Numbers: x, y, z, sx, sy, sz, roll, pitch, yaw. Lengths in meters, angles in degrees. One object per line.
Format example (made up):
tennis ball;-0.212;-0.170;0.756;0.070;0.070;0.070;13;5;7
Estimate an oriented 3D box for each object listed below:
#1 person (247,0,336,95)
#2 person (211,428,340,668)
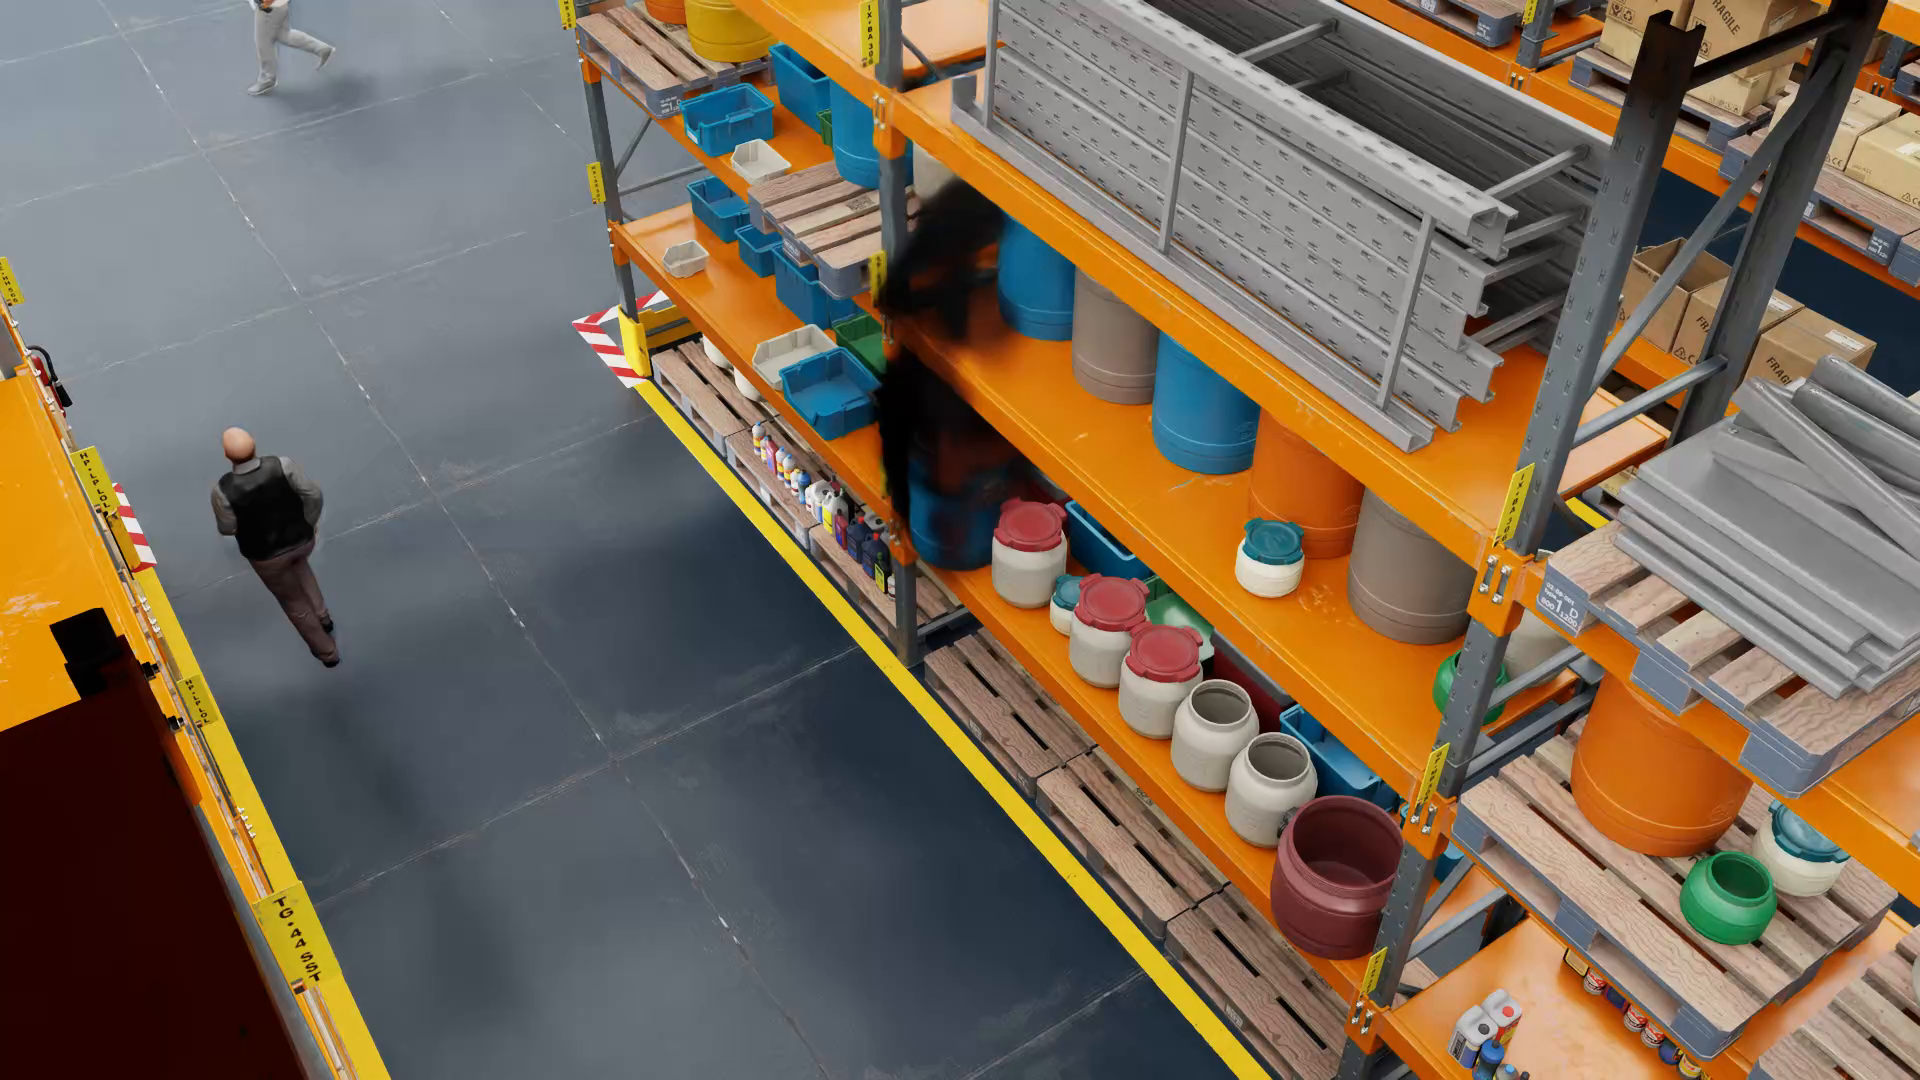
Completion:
person;-6.691;-5.192;16.166;0.900;1.667;0.609;-12;44;-13
person;-4.141;0.019;10.094;0.582;1.732;0.726;-33;52;-31
